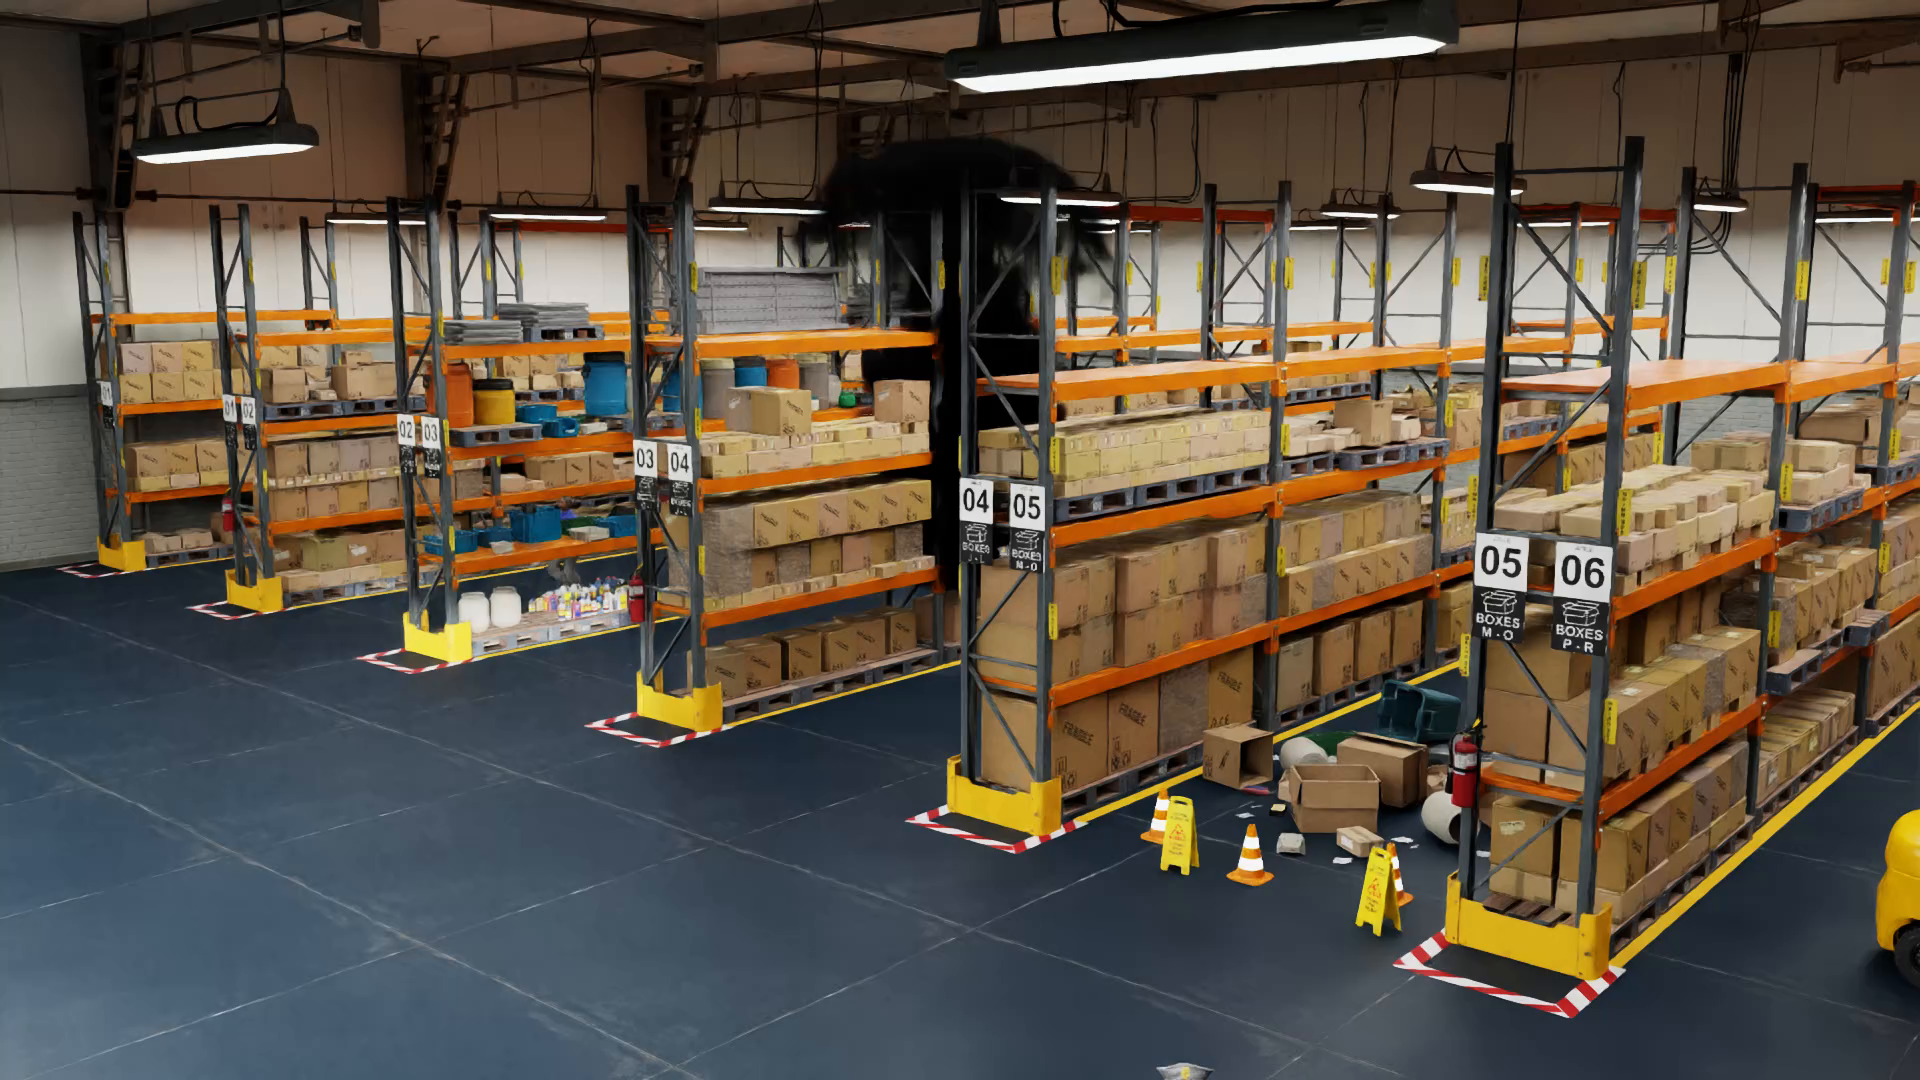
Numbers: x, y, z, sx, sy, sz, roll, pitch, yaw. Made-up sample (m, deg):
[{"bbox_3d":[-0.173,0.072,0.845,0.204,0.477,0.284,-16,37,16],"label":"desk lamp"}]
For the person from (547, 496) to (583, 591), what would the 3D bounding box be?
[{"bbox_3d":[-6.017,0.143,25.468,0.587,1.649,0.634,-9,13,-42],"label":"person"}]

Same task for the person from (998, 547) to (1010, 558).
[{"bbox_3d":[0.555,0.953,18.841,0.631,1.799,0.711,6,11,31],"label":"person"}]

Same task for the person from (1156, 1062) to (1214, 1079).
[{"bbox_3d":[0.980,3.135,7.220,0.644,1.793,0.656,1,10,9],"label":"person"}]
